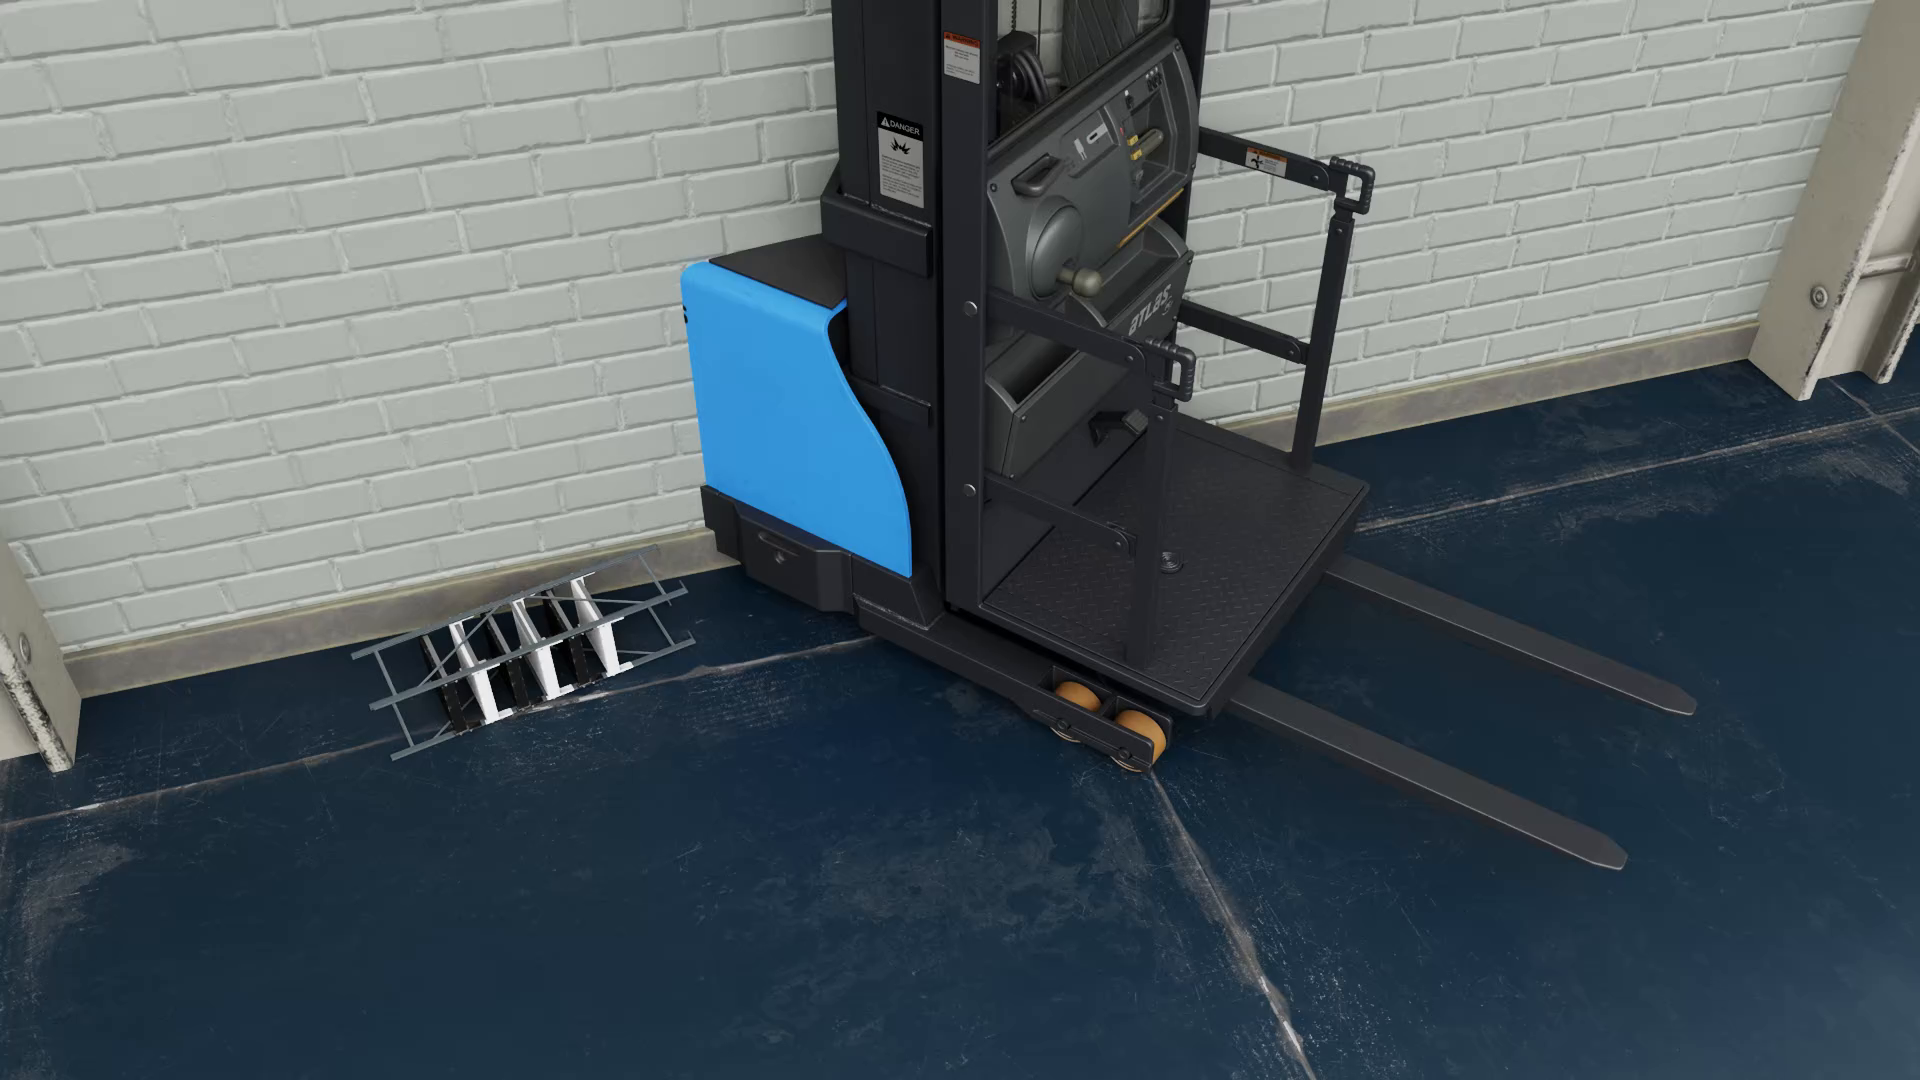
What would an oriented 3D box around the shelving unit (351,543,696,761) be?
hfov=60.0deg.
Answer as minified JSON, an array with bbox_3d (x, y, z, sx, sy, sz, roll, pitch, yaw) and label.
[{"bbox_3d":[-1.226,0.308,4.732,0.900,0.210,0.258,-21,45,-22],"label":"shelving unit"}]

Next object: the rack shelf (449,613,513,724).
[{"bbox_3d":[-1.353,0.357,4.678,0.077,0.200,0.258,-21,45,-22],"label":"rack shelf"}]

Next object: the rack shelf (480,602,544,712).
[{"bbox_3d":[-1.275,0.327,4.711,0.077,0.200,0.258,-21,45,-22],"label":"rack shelf"}]

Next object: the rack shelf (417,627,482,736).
[{"bbox_3d":[-1.431,0.388,4.644,0.077,0.200,0.258,-21,45,-22],"label":"rack shelf"}]

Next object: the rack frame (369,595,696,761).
[{"bbox_3d":[-1.225,0.384,4.799,0.900,0.006,0.240,-21,45,-22],"label":"rack frame"}]

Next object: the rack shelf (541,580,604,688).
[{"bbox_3d":[-1.119,0.266,4.778,0.077,0.200,0.258,-21,45,-22],"label":"rack shelf"}]

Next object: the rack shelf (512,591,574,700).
[{"bbox_3d":[-1.197,0.297,4.745,0.077,0.200,0.258,-21,45,-22],"label":"rack shelf"}]

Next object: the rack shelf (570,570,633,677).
[{"bbox_3d":[-1.042,0.236,4.811,0.077,0.200,0.258,-21,45,-22],"label":"rack shelf"}]

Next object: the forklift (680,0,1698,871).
[{"bbox_3d":[0.518,-0.876,4.025,3.031,2.935,1.130,24,46,25],"label":"forklift"}]

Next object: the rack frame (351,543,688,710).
[{"bbox_3d":[-1.227,0.232,4.665,0.900,0.006,0.240,-21,45,-22],"label":"rack frame"}]
